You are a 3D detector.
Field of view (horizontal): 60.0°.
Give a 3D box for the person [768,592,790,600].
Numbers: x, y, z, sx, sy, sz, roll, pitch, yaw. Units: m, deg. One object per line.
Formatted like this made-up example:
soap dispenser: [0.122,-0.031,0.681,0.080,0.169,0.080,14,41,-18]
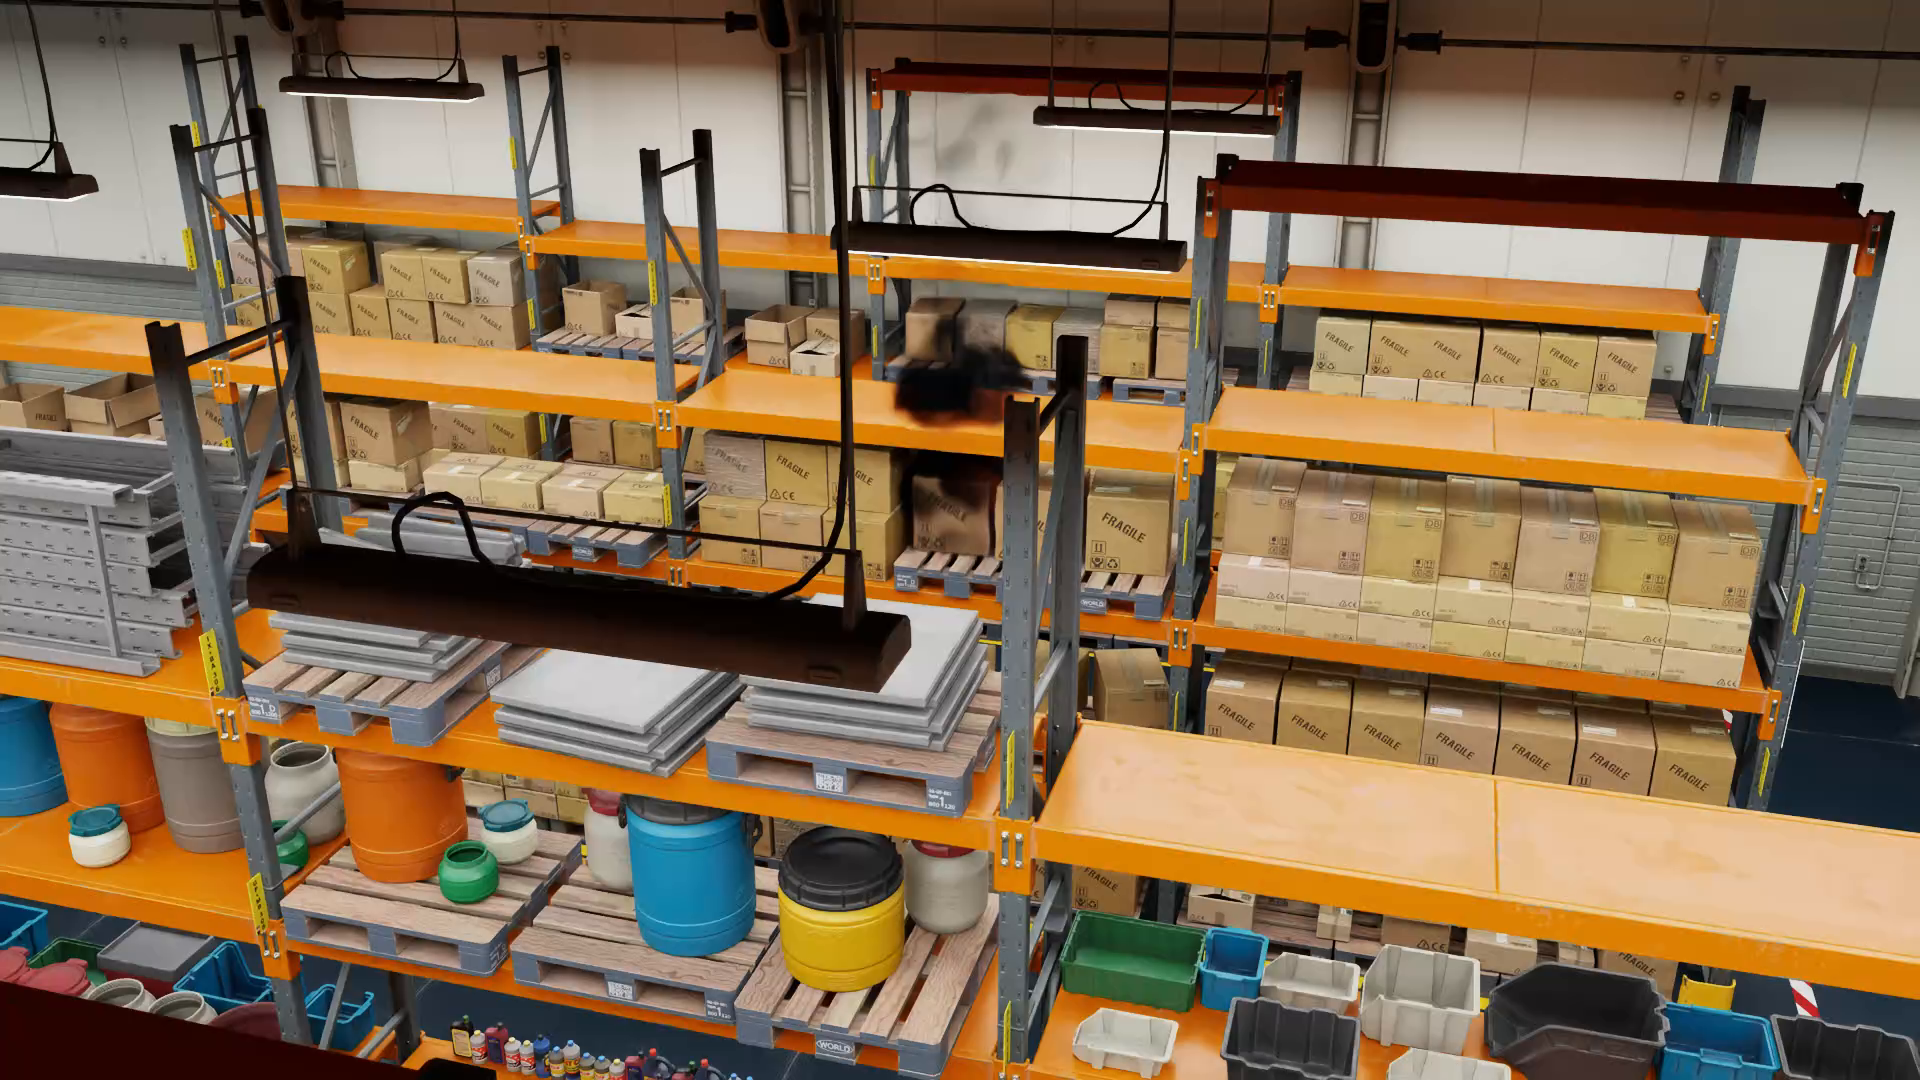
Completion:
person: [-1.720,1.224,15.570,0.661,1.727,0.705,4,23,9]
